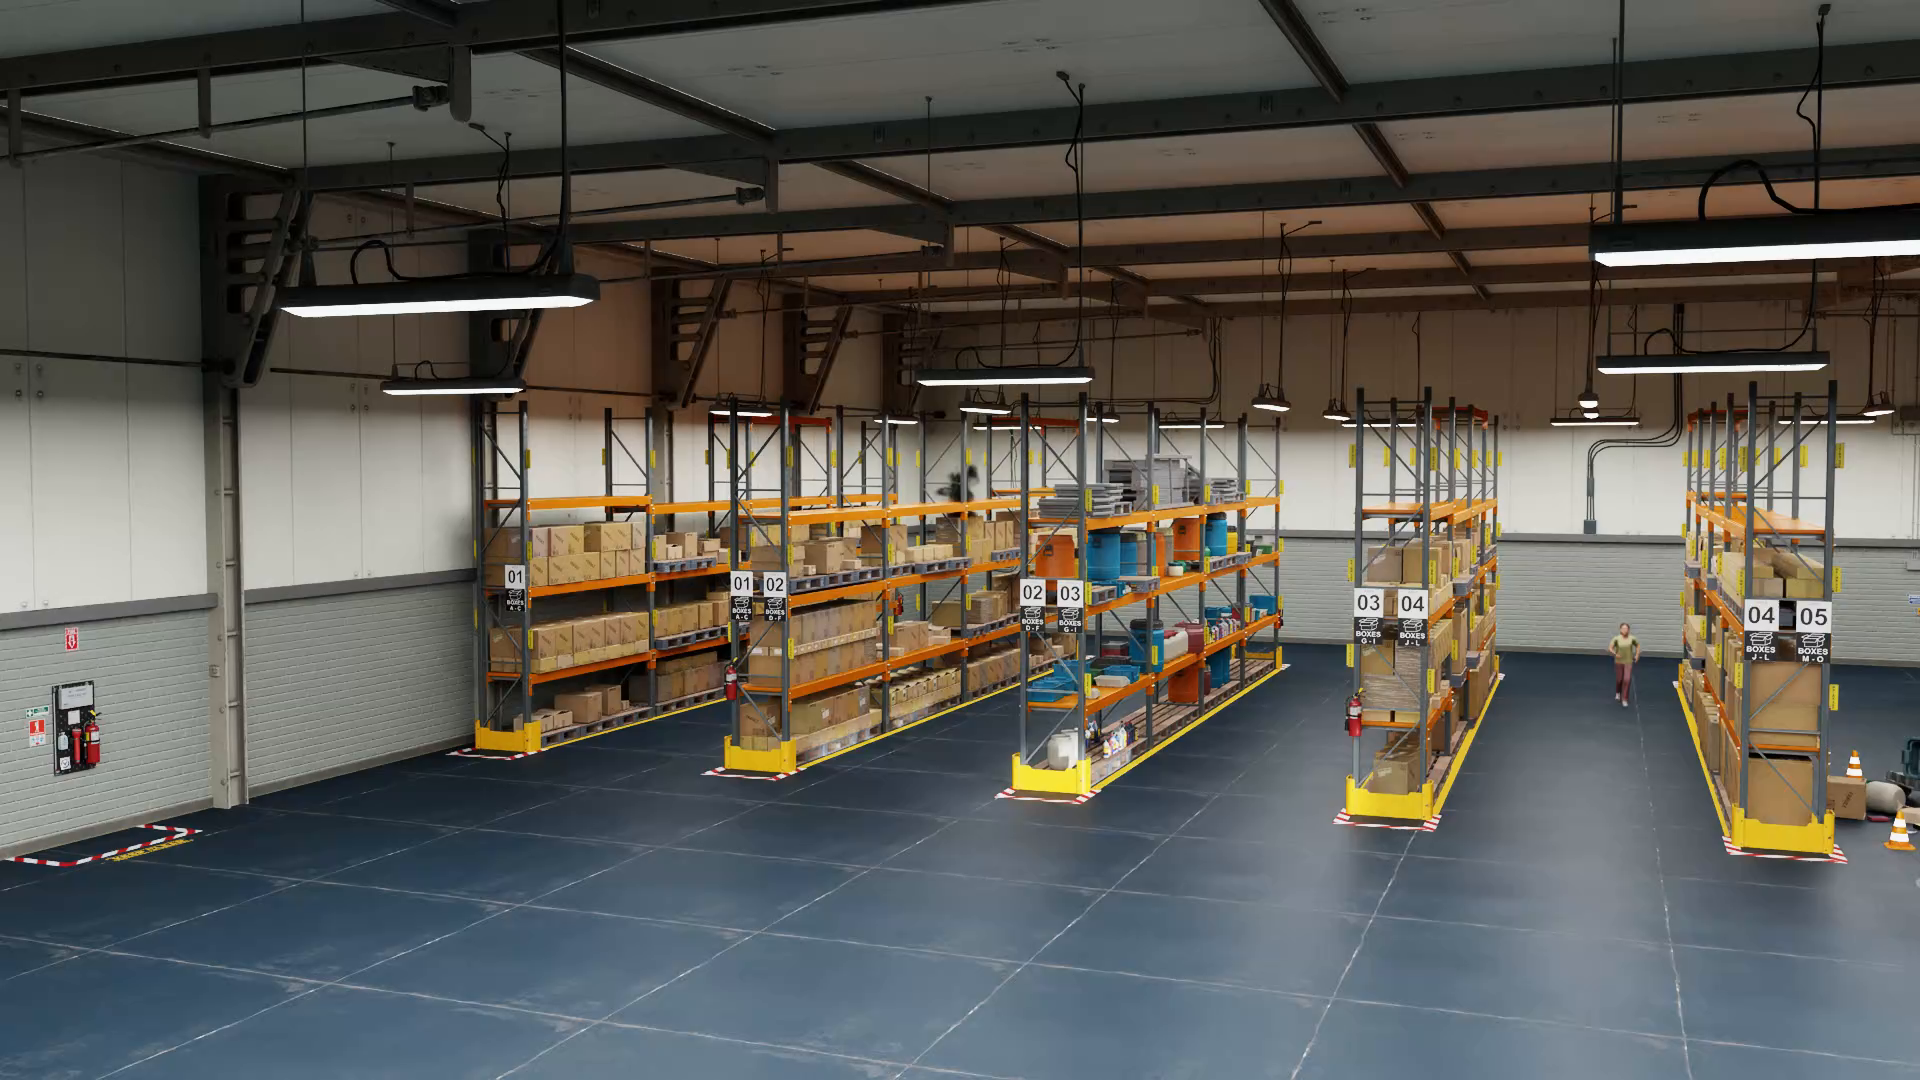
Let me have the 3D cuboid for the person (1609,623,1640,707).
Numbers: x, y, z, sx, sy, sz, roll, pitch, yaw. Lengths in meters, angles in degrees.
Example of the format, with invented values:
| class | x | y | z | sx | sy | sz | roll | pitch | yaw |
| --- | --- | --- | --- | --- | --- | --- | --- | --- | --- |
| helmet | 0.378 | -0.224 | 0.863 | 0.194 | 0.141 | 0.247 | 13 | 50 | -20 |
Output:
| class | x | y | z | sx | sy | sz | roll | pitch | yaw |
| --- | --- | --- | --- | --- | --- | --- | --- | --- | --- |
| person | 13.550 | 2.524 | 33.922 | 0.601 | 1.679 | 0.816 | 1 | 3 | 18 |
